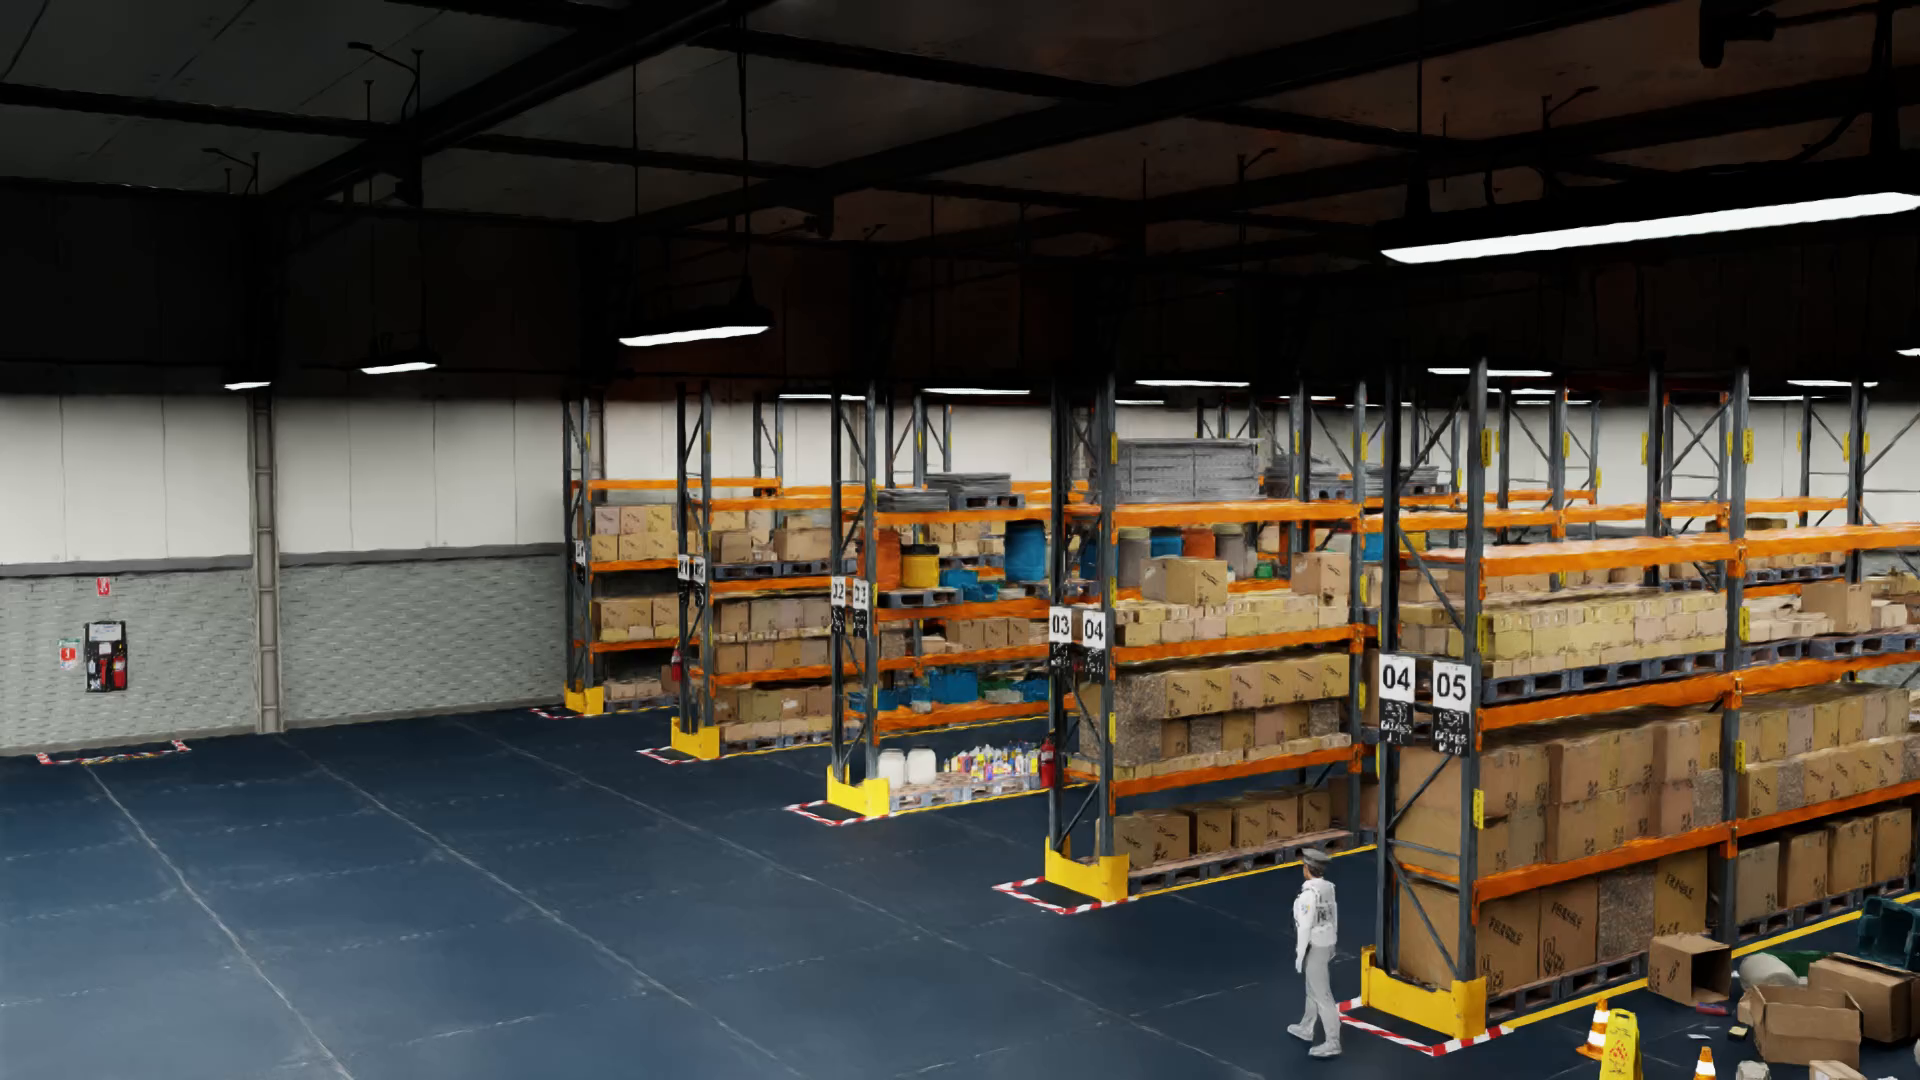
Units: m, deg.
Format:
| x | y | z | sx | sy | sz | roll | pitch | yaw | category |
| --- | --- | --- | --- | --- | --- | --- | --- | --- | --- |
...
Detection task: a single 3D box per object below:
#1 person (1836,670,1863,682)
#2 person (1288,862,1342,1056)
| x | y | z | sx | sy | sz | roll | pitch | yaw | category |
| --- | --- | --- | --- | --- | --- | --- | --- | --- | --- |
| 13.516 | 2.685 | 25.293 | 1.114 | 1.691 | 0.433 | -2 | 4 | -32 | person |
| 2.977 | 3.438 | 13.993 | 0.602 | 1.642 | 0.578 | 3 | 4 | 35 | person |
